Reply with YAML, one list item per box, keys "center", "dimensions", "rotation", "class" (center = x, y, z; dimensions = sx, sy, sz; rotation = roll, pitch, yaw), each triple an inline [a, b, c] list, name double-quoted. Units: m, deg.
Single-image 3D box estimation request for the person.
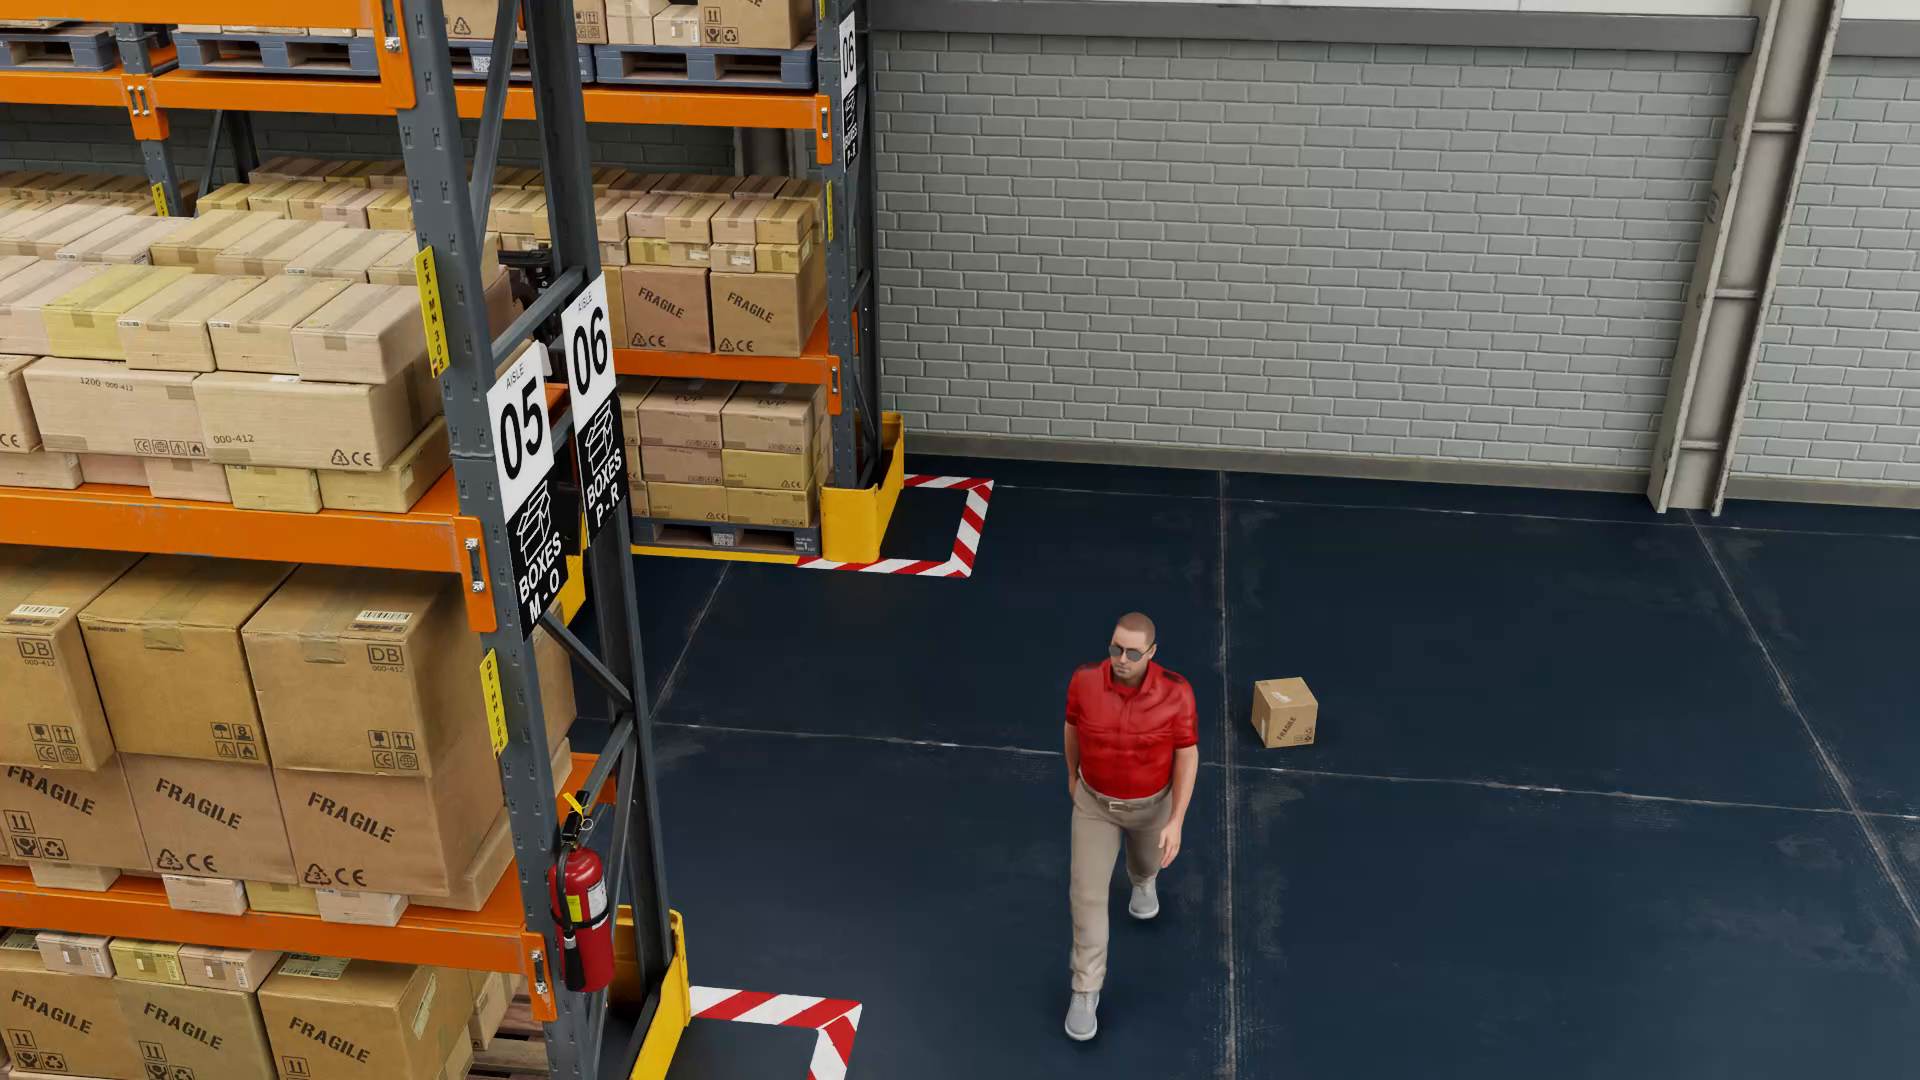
- center: [0.664, 1.053, 6.669]
  dimensions: [0.545, 1.666, 1.074]
  rotation: [5, 29, 9]
  class: "person"
